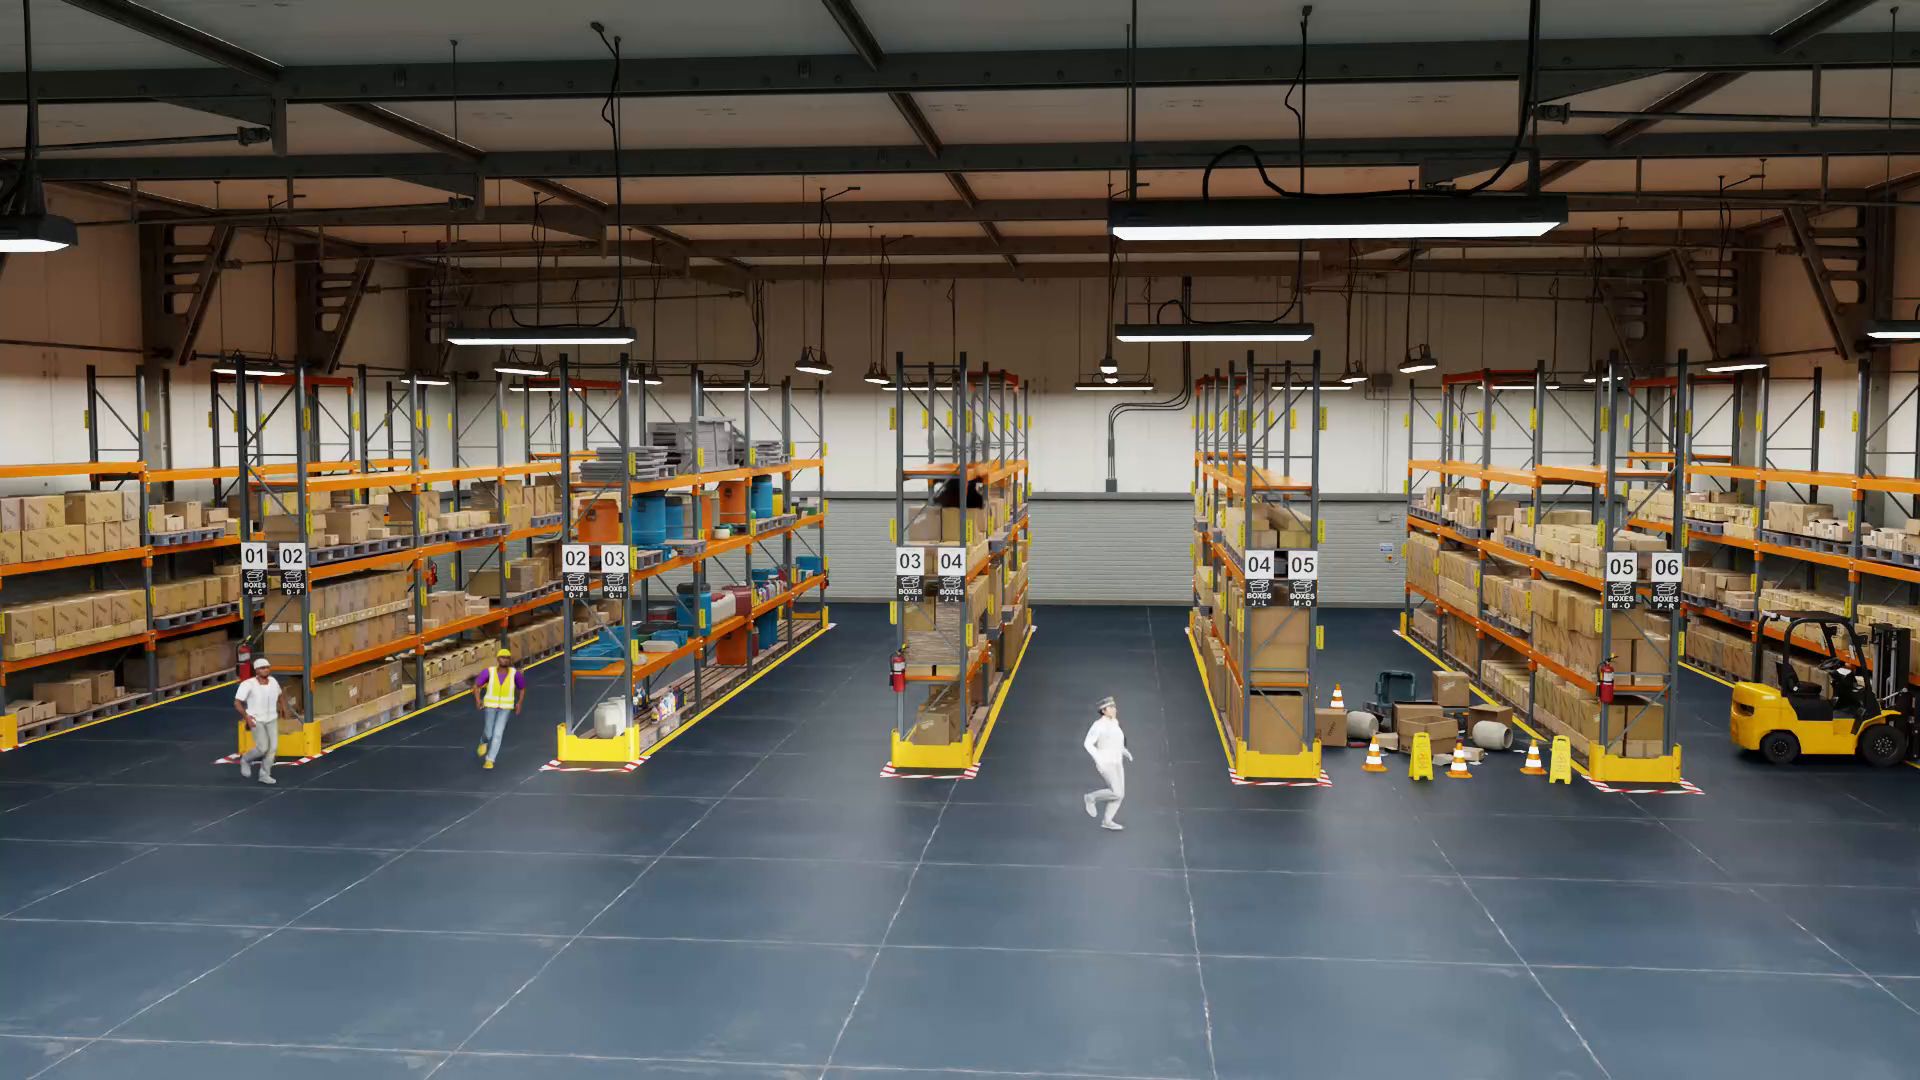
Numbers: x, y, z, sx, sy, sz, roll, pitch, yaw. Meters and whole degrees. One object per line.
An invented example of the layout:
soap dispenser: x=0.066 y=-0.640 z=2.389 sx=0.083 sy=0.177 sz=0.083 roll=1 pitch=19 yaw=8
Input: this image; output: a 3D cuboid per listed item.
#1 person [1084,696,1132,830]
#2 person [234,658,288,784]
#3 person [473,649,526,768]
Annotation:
person: x=1.829 y=2.731 z=20.469 sx=0.544 sy=1.646 sz=0.631 roll=3 pitch=5 yaw=40
person: x=-9.718 y=2.501 z=23.117 sx=0.577 sy=1.739 sz=0.720 roll=3 pitch=5 yaw=32
person: x=-6.694 y=2.433 z=24.222 sx=0.749 sy=1.698 sz=0.688 roll=-1 pitch=4 yaw=-19
